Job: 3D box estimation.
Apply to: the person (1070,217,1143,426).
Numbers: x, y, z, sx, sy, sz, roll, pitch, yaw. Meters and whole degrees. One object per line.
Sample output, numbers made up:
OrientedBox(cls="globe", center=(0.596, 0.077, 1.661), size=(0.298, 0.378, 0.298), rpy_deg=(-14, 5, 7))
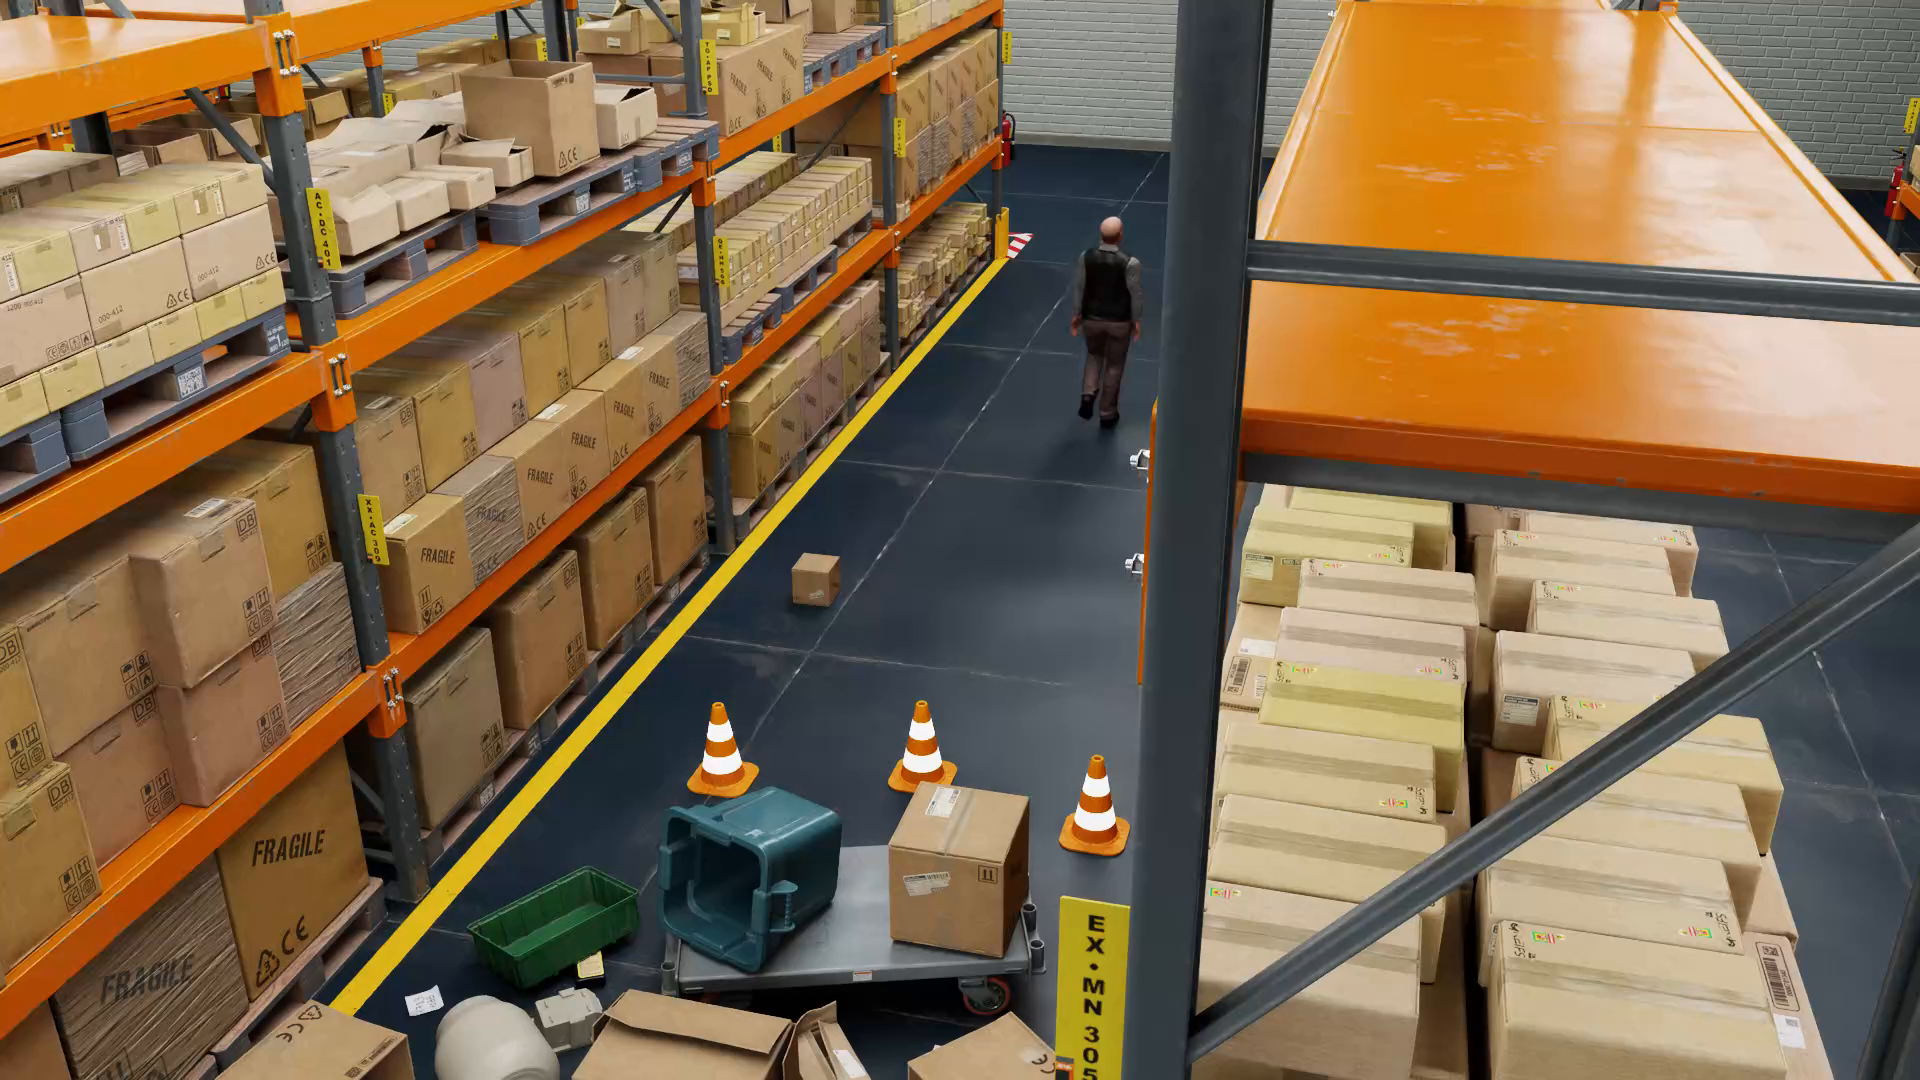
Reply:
OrientedBox(cls="person", center=(1.196, -1.775, 13.456), size=(0.585, 1.713, 0.474), rpy_deg=(10, 27, 21))
